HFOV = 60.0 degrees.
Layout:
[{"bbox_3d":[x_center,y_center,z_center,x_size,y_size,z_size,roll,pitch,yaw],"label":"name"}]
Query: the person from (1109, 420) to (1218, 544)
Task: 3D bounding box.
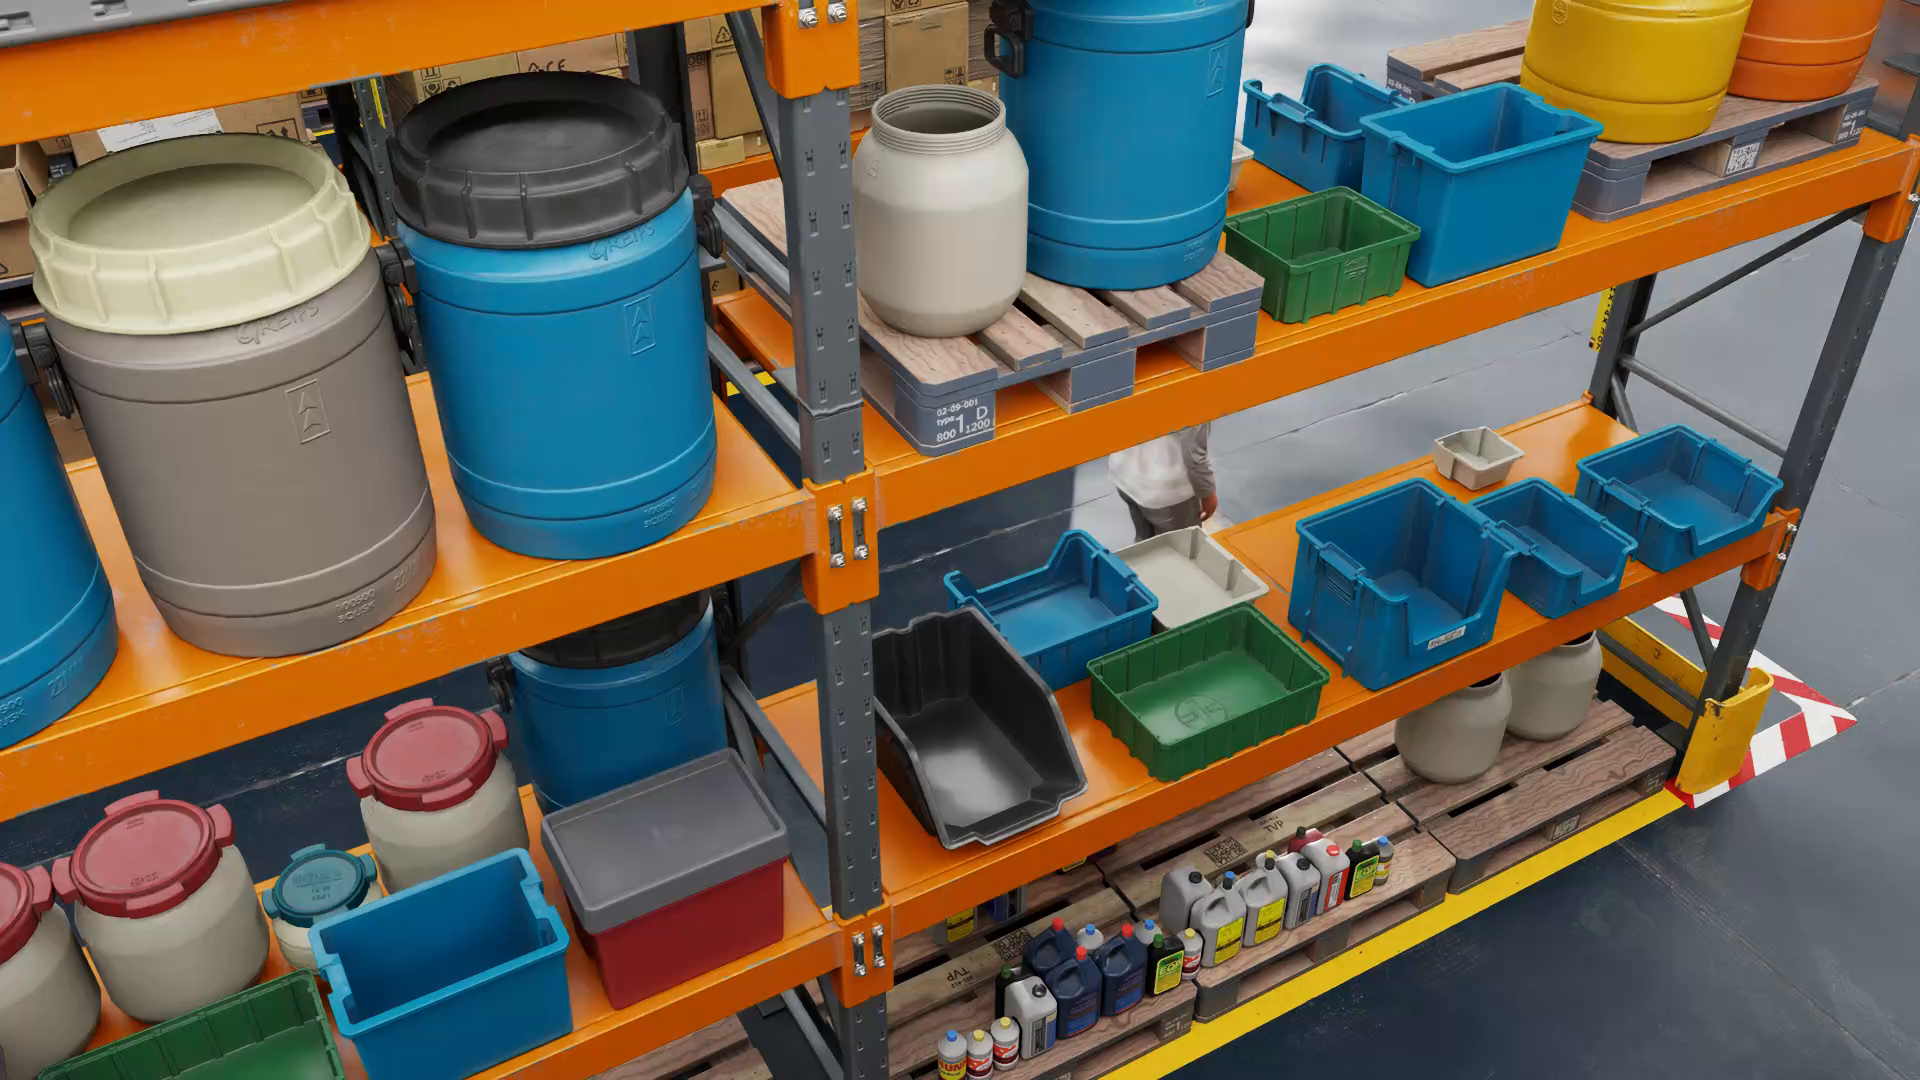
[{"bbox_3d":[0.896,-0.282,7.285,0.473,1.774,0.565,-20,41,-25],"label":"person"}]
